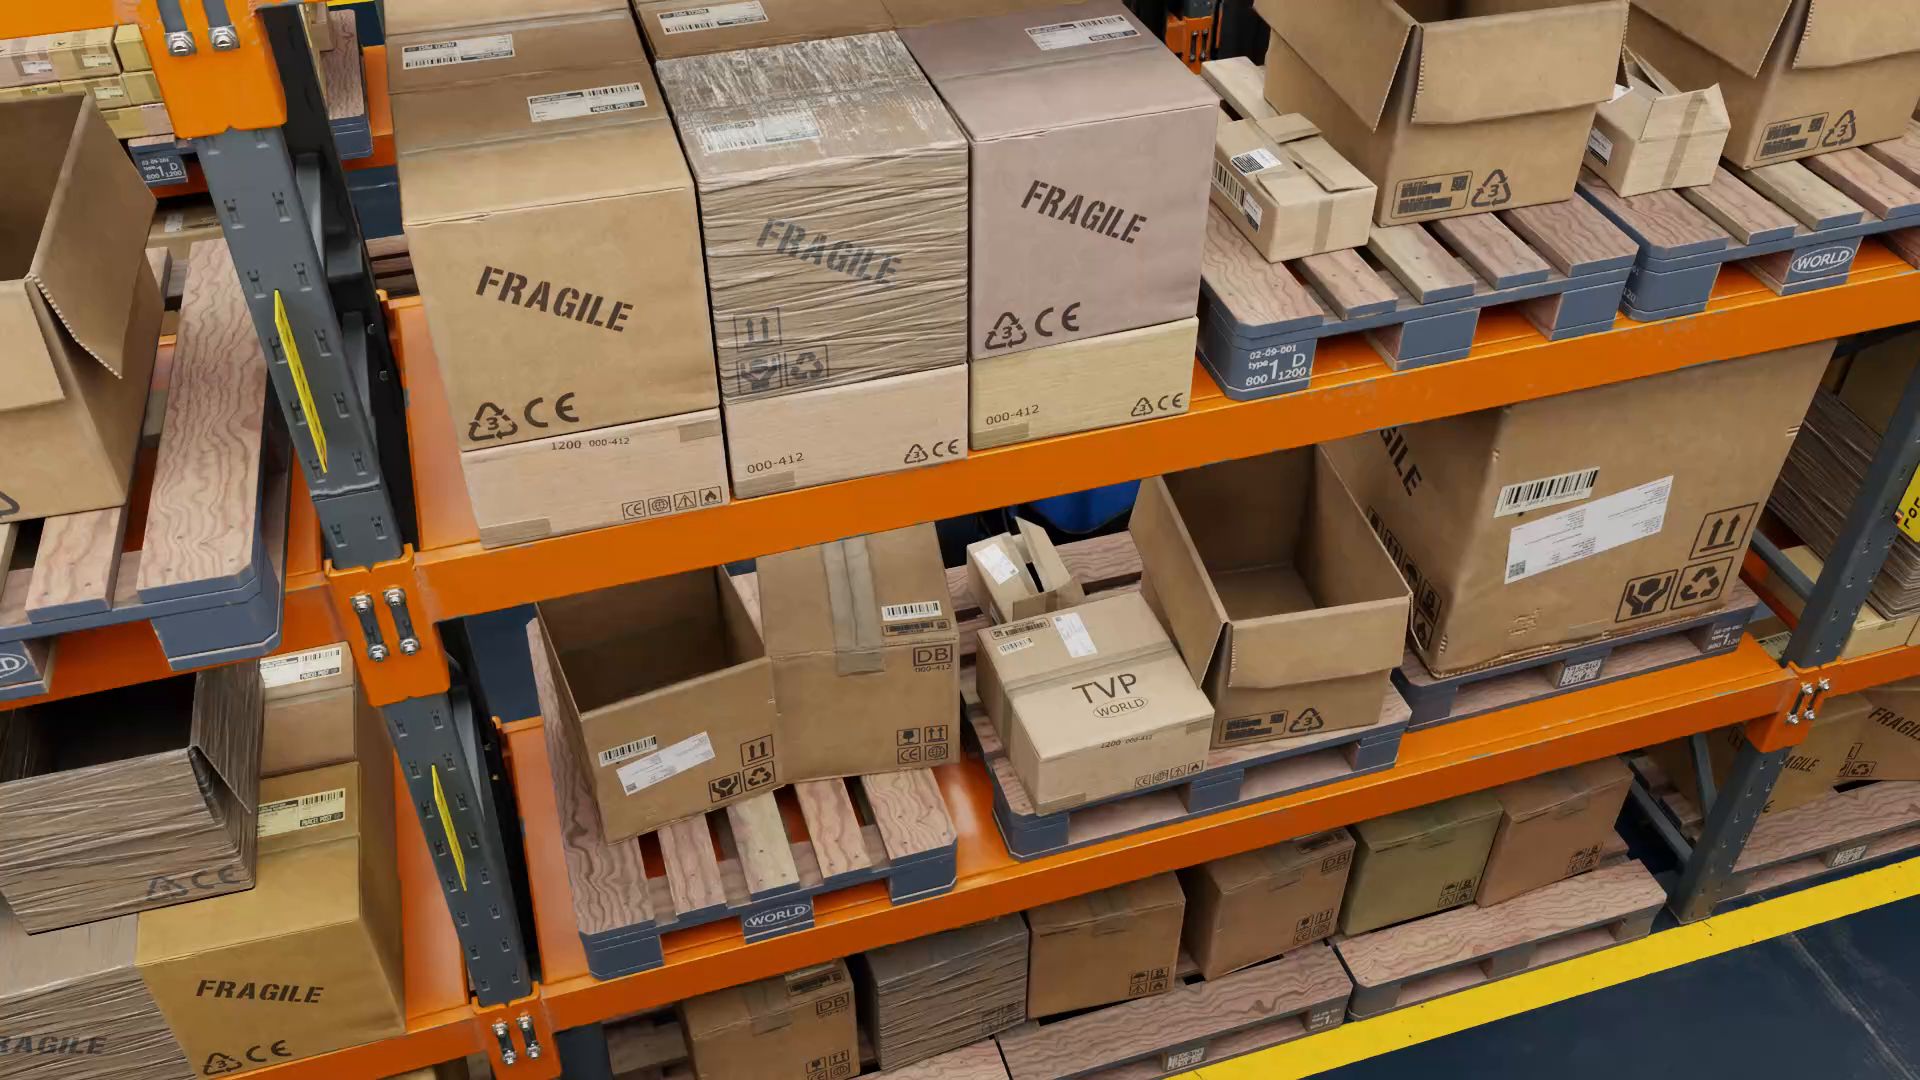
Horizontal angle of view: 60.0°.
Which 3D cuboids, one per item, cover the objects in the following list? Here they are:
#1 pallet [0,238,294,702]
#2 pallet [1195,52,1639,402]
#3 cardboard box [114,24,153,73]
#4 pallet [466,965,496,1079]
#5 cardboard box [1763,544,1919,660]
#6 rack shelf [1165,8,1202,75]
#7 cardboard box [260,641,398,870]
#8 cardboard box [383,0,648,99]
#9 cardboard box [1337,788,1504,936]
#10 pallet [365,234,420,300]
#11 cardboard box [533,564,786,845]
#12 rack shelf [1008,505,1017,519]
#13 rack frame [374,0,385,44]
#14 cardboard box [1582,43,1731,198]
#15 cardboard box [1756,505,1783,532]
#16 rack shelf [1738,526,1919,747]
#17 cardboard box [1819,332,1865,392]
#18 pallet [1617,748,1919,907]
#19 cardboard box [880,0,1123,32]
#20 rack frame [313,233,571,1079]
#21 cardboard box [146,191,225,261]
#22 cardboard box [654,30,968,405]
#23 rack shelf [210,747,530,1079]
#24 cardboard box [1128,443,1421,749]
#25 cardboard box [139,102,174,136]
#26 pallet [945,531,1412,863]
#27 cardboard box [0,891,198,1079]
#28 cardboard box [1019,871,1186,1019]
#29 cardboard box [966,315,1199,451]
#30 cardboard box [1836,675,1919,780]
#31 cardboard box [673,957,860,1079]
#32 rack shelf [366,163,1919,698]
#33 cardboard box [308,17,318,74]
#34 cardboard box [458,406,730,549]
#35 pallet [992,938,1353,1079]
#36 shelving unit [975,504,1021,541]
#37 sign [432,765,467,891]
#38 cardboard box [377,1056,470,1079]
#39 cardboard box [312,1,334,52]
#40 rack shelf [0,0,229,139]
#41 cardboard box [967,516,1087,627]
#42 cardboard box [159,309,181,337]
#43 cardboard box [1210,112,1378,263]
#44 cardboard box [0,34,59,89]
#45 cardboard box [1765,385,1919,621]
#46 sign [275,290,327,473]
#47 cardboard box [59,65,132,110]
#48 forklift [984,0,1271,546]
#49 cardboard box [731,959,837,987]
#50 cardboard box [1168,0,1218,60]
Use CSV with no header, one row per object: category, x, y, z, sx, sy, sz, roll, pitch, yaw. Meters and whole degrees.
pallet,-1.904,-0.166,3.373,1.003,0.211,1.213,-10,42,-11
pallet,0.900,-0.855,4.162,1.003,0.211,1.213,-12,42,-13
cardboard box,-3.520,-2.204,7.261,0.250,0.149,0.380,-10,42,-12
pallet,-2.081,1.891,5.275,1.213,0.211,1.003,-12,42,-13
cardboard box,2.804,0.182,5.302,0.250,0.149,0.380,-12,42,-13
rack shelf,-0.792,-2.525,8.756,4.000,0.370,1.077,-12,42,-13
cardboard box,-1.852,0.620,4.534,0.500,0.500,0.500,-11,42,-12
cardboard box,-0.926,-0.875,3.585,0.500,0.500,0.500,-11,42,-12
cardboard box,1.456,0.908,5.846,0.500,0.500,0.700,-12,43,-13
pallet,-3.446,-1.197,8.809,1.213,0.211,1.003,-12,42,-13
cardboard box,-0.803,0.404,4.462,0.500,0.500,0.500,-17,44,-18
rack shelf,-0.320,-0.217,6.981,1.000,0.185,0.538,-12,43,-14
rack frame,-2.700,-2.401,8.067,0.127,3.000,1.000,-12,42,-13
cardboard box,1.642,-1.047,4.021,0.258,0.266,0.396,-10,42,-12
cardboard box,2.626,-0.191,5.729,0.250,0.149,0.380,-12,42,-13
rack shelf,4.417,-0.183,6.076,4.000,0.370,1.077,-12,42,-13
cardboard box,2.856,-0.846,5.226,0.500,0.500,0.500,-12,42,-13
pallet,3.139,0.837,6.481,1.213,0.211,1.003,-12,42,-13
cardboard box,0.036,-1.071,3.810,0.500,0.500,0.500,-11,42,-12
rack frame,-1.306,0.732,4.482,0.127,3.000,1.000,-12,42,-13
cardboard box,-3.752,-1.493,8.040,0.500,0.250,0.500,-11,42,-12
cardboard box,-0.296,-0.653,3.331,0.500,0.500,0.500,-11,42,-13
rack shelf,-3.214,1.398,4.266,4.000,0.370,1.077,-12,42,-13
cardboard box,0.883,0.145,4.756,0.637,0.503,0.797,-8,42,-9
cardboard box,-3.515,-1.979,7.457,0.250,0.149,0.380,-11,42,-12
pallet,0.570,0.387,5.022,1.213,0.211,1.003,-12,42,-13
cardboard box,-2.180,1.042,4.051,0.500,0.500,0.500,-12,43,-13
cardboard box,0.391,1.129,5.593,0.500,0.500,0.700,-8,42,-9
cardboard box,0.196,-0.483,3.707,0.500,0.250,0.500,-11,42,-12
cardboard box,3.447,0.553,6.268,0.500,0.500,0.500,1,41,1
cardboard box,-0.673,1.363,5.325,0.500,0.500,0.700,-14,43,-15
rack shelf,0.601,-0.522,4.184,4.000,0.370,1.077,-12,42,-13
cardboard box,-3.034,-2.193,7.475,0.250,0.149,0.380,-11,42,-12
cardboard box,-0.782,-0.274,3.468,0.500,0.250,0.500,-11,42,-12
pallet,0.601,1.390,5.848,1.213,0.211,1.003,-12,42,-13
shelving unit,-0.320,-0.352,6.863,1.048,1.500,0.538,-12,43,-14
sign,-1.136,0.644,3.703,0.005,0.325,0.100,-12,42,-13
cardboard box,-1.971,1.497,4.901,0.875,0.875,1.225,-14,43,-15
cardboard box,-3.187,-2.502,8.056,0.250,0.149,0.380,-12,43,-14
rack shelf,-3.214,-0.710,2.424,4.000,0.370,1.077,-12,42,-13
cardboard box,0.203,0.126,4.959,0.258,0.266,0.396,-13,43,-14
cardboard box,-3.745,-1.223,8.300,0.500,0.500,0.500,-10,42,-11
cardboard box,0.751,-0.825,3.842,0.250,0.166,0.380,-13,43,-14
cardboard box,-4.005,-2.104,7.148,0.250,0.149,0.380,-12,42,-13
cardboard box,2.957,-0.258,5.313,0.500,0.500,0.875,-12,42,-13
sign,-1.147,-0.272,2.898,0.005,0.325,0.100,-12,42,-13
cardboard box,-3.777,-2.036,7.296,0.250,0.149,0.380,-12,42,-13
forklift,1.321,-1.770,7.398,3.031,2.935,1.130,-29,49,-29
cardboard box,-0.676,1.074,5.086,0.500,0.250,0.500,-10,42,-11
cardboard box,1.736,-2.629,9.625,0.875,0.875,0.875,-11,42,-12
